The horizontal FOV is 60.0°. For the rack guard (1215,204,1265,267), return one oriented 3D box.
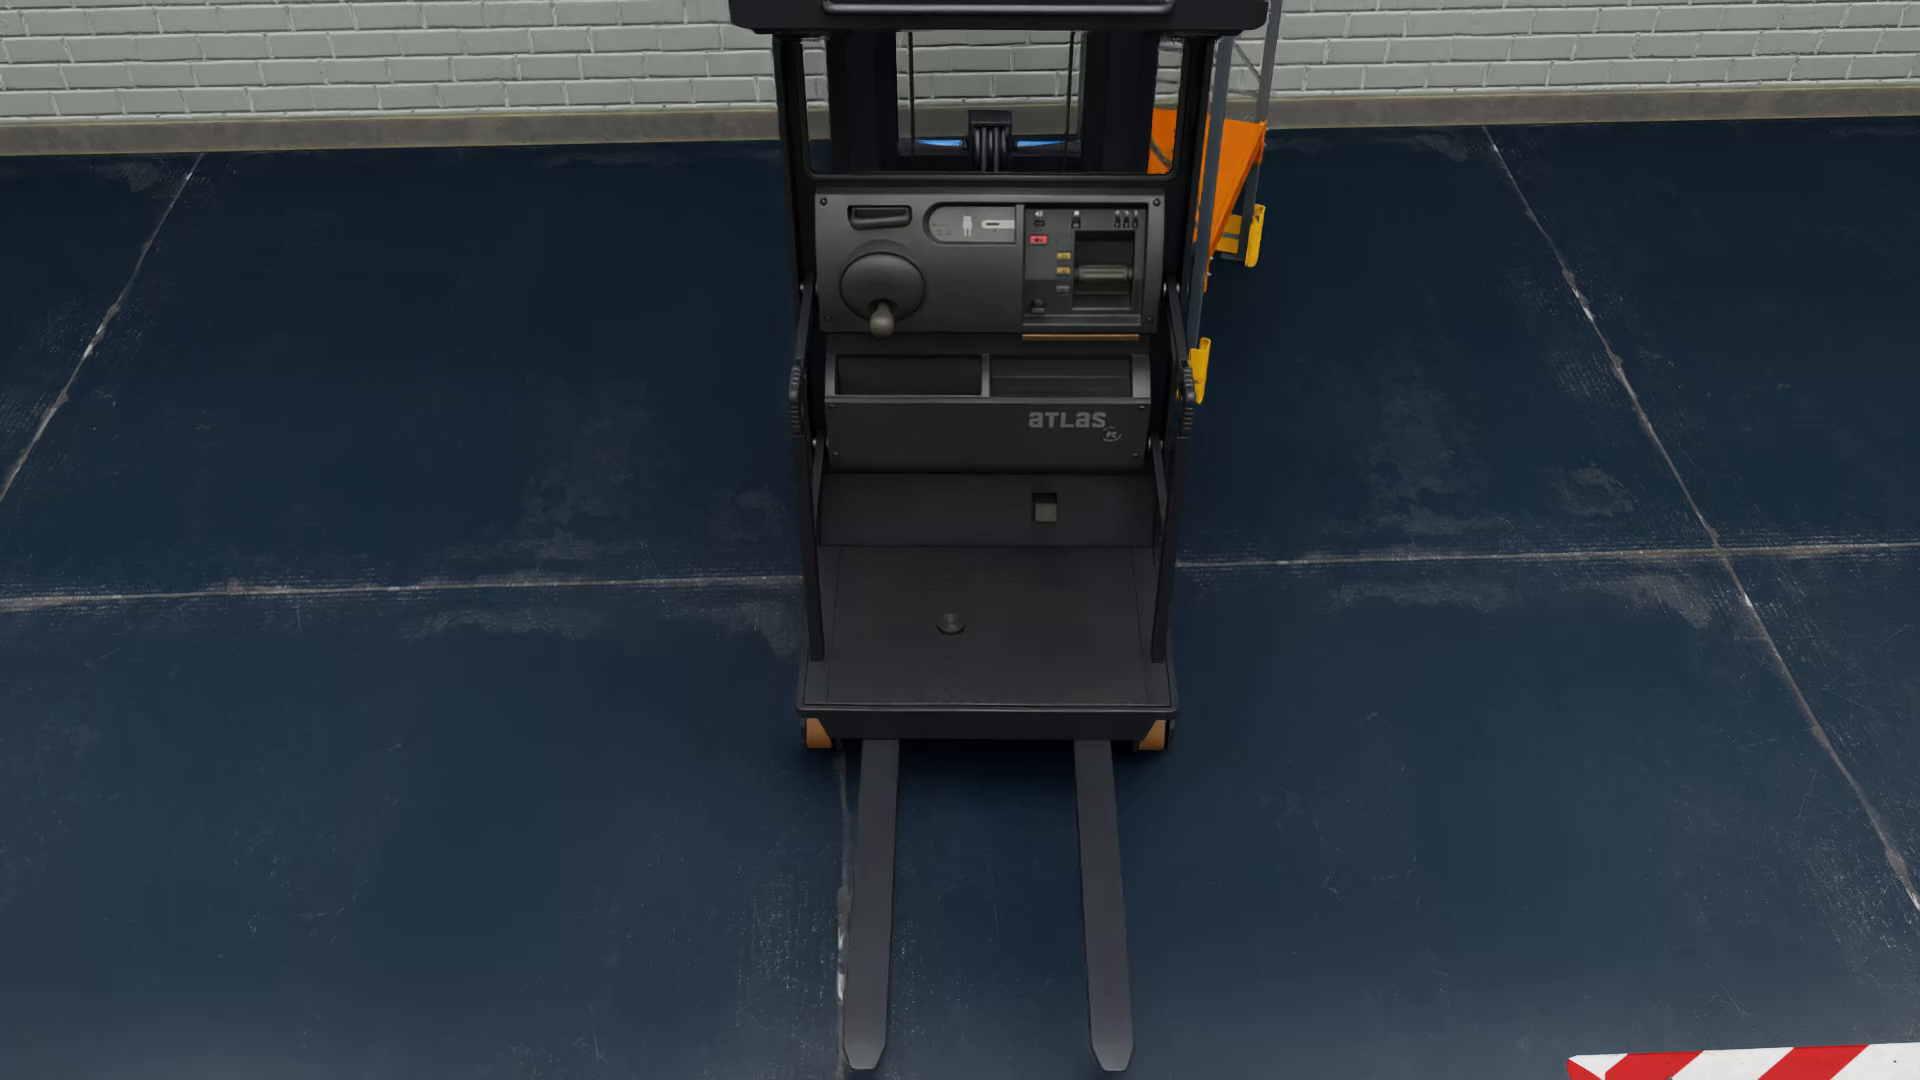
[{"bbox_3d":[0.978,-1.332,7.018,0.587,0.250,0.087,13,44,14],"label":"rack guard"}]

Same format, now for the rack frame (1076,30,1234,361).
[{"bbox_3d":[0.642,-1.145,5.889,0.500,1.500,0.032,13,44,14],"label":"rack frame"}]

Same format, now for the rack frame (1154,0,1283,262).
[{"bbox_3d":[0.979,-1.793,6.597,0.500,1.500,0.032,13,44,14],"label":"rack frame"}]

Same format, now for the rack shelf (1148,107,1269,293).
[{"bbox_3d":[0.810,-1.337,6.365,0.538,0.185,1.000,13,44,14],"label":"rack shelf"}]

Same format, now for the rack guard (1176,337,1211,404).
[{"bbox_3d":[0.649,-0.697,6.325,0.587,0.250,0.087,13,44,14],"label":"rack guard"}]

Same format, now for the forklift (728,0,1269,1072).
[{"bbox_3d":[0.080,-0.657,4.298,1.130,2.935,3.031,0,43,0],"label":"forklift"}]

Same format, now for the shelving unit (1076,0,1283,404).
[{"bbox_3d":[0.814,-1.475,6.249,0.587,1.500,1.083,13,44,14],"label":"shelving unit"}]
